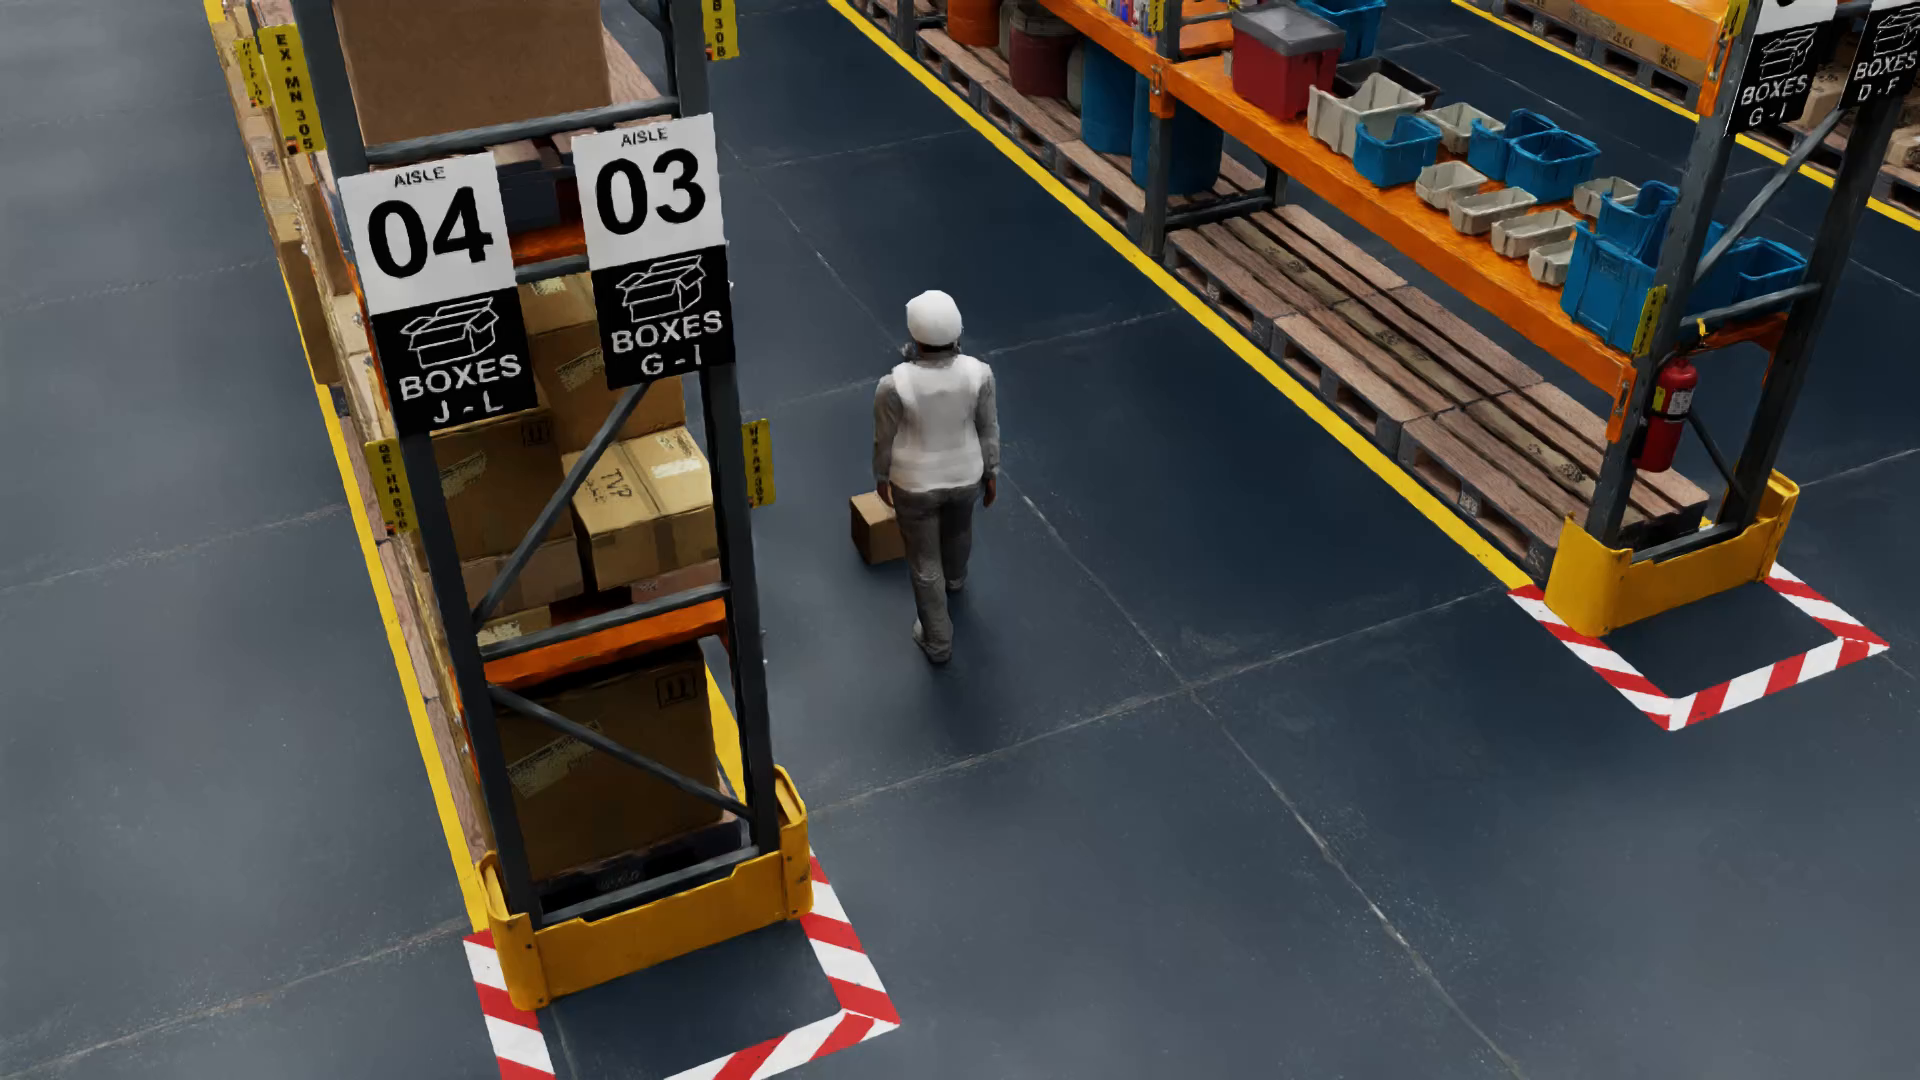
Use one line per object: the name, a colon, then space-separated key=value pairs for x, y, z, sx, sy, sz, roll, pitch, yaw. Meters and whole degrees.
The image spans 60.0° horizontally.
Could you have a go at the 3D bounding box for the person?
person: x=-0.147 y=-0.359 z=7.301 sx=0.536 sy=1.756 sz=0.782 roll=-12 pitch=39 yaw=-15
